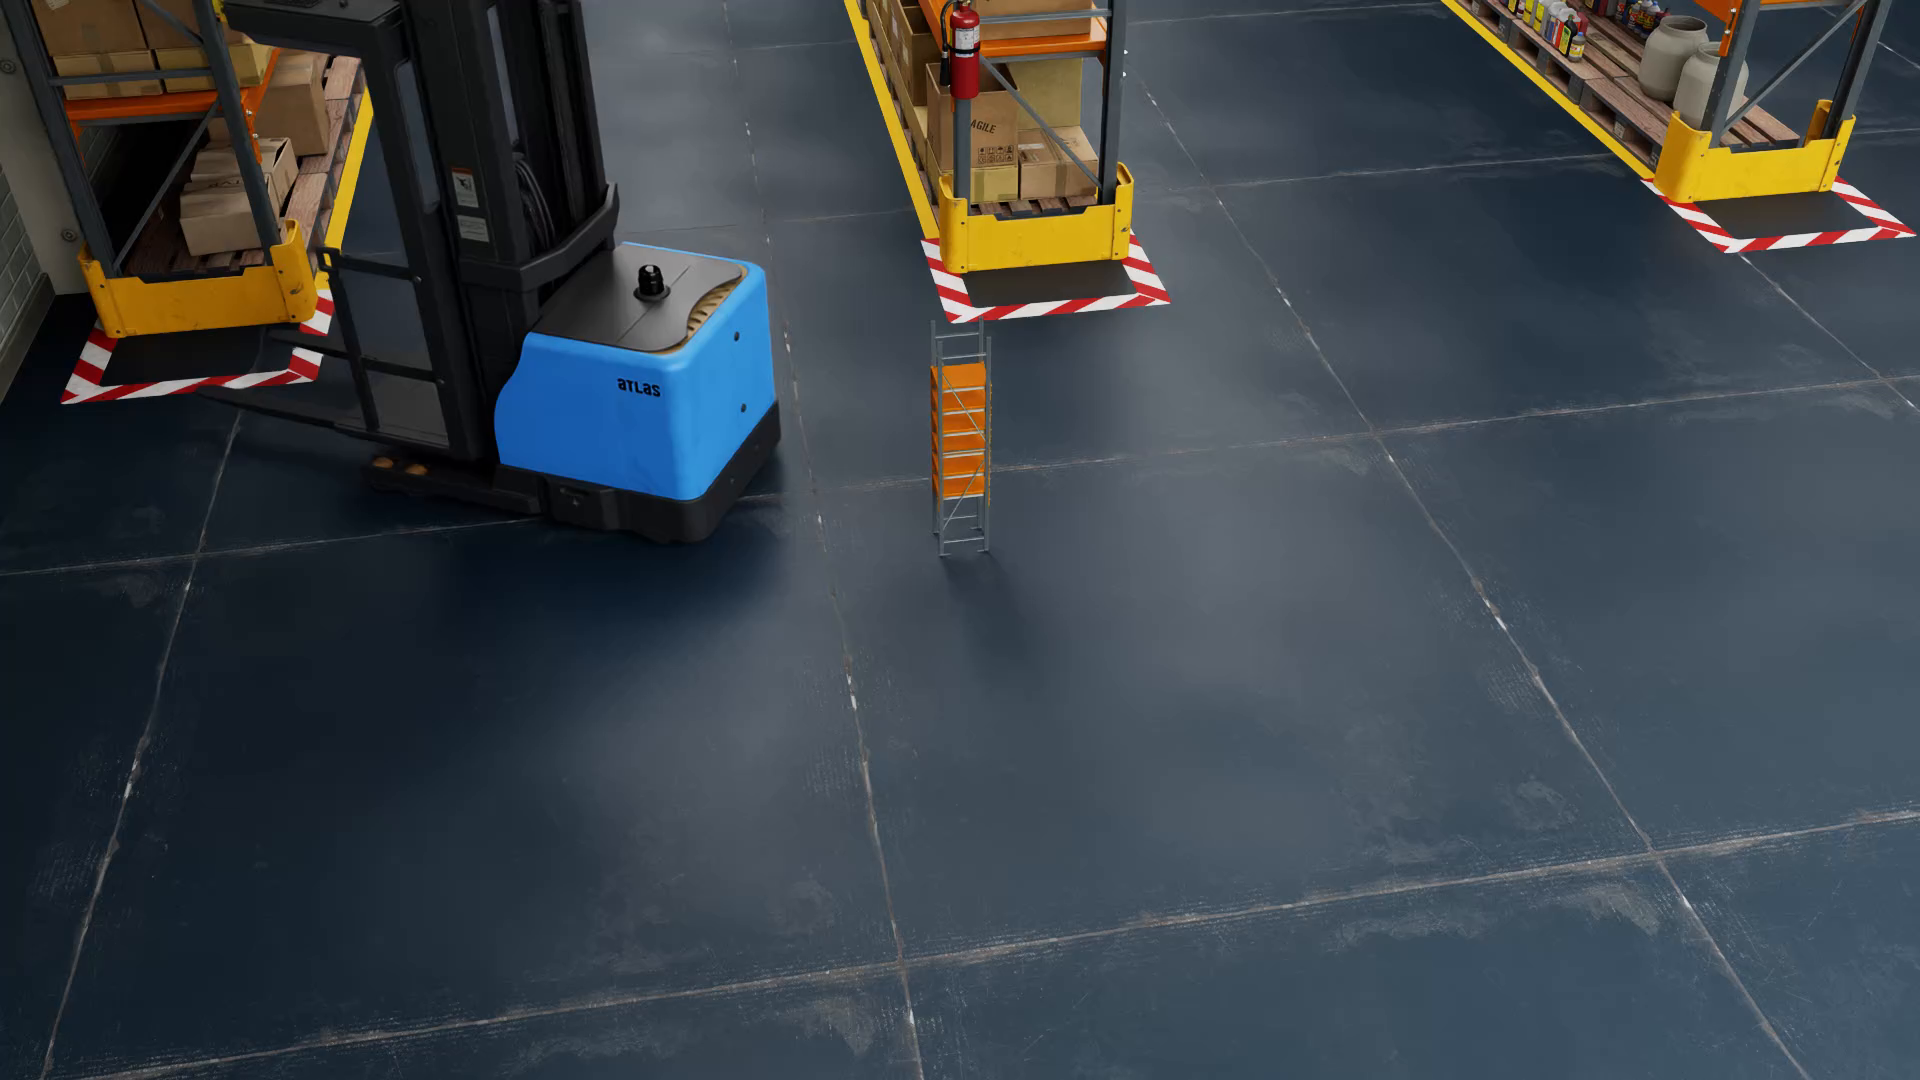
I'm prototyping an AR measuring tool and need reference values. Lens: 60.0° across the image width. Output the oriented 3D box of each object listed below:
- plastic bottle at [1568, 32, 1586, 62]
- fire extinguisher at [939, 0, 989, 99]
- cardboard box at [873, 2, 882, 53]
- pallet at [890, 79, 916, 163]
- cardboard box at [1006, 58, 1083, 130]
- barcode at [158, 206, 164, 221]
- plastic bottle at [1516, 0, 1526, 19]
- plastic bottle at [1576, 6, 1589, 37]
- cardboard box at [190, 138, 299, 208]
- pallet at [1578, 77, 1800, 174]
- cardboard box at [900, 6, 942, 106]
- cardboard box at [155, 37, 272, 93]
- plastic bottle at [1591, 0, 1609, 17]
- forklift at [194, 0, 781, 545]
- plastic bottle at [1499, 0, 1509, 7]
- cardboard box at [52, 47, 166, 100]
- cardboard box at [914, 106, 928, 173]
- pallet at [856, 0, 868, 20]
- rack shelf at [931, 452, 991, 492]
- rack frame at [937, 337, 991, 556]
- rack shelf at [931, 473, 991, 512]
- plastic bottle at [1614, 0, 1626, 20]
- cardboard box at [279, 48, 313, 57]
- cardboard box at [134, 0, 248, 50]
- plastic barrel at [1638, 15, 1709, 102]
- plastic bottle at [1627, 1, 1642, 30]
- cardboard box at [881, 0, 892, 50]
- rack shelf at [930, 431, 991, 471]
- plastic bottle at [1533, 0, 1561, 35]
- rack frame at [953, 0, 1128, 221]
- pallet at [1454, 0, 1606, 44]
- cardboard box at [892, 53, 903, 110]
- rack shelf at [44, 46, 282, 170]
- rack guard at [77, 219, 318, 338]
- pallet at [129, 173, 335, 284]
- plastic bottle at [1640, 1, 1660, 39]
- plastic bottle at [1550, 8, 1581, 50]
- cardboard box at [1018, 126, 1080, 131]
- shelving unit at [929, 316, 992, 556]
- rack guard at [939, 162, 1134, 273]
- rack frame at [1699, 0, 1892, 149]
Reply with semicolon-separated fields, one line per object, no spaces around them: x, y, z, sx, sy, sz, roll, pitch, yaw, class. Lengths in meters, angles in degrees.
4.586;-3.667;12.347;0.097;0.201;0.097;0;38;0;plastic bottle
0.025;-2.854;9.441;0.296;0.674;0.183;-6;38;-8;fire extinguisher
-0.374;-3.886;12.606;0.500;0.250;0.500;-6;38;-8;cardboard box
0.076;-3.097;11.964;1.003;0.211;1.213;-6;38;-8;pallet
0.497;-3.031;10.895;0.500;0.500;0.500;-6;38;-8;cardboard box
-4.844;-1.982;10.081;0.001;0.075;0.075;-6;38;-8;barcode
4.430;-4.201;13.035;0.097;0.201;0.097;0;38;0;plastic bottle
4.673;-3.866;12.537;0.061;0.283;0.133;-6;38;-8;plastic bottle
-4.547;-2.354;10.569;0.500;0.311;0.500;-3;38;-4;cardboard box
5.142;-2.967;11.797;1.003;0.211;1.213;-6;38;-8;pallet
-0.115;-3.276;11.210;0.500;0.500;0.500;-6;38;-8;cardboard box
-4.187;-2.748;9.348;0.500;0.250;0.500;-7;38;-9;cardboard box
5.045;-4.274;13.062;0.061;0.283;0.133;-6;38;-8;plastic bottle
-2.513;-1.668;7.908;3.031;2.935;1.130;11;39;14;forklift
4.404;-4.434;13.212;0.144;0.351;0.185;-8;39;-10;plastic bottle
-4.687;-2.681;9.262;0.500;0.250;0.500;-6;38;-7;cardboard box
-0.023;-2.678;11.052;0.500;0.250;0.500;-6;38;-8;cardboard box
-0.407;-4.761;14.106;1.003;0.211;1.213;-6;38;-8;pallet
0.003;-0.335;7.871;0.258;0.103;0.180;-6;38;-8;rack shelf
0.019;-0.410;7.699;0.240;1.200;0.006;-6;38;-8;rack frame
0.003;-0.240;7.945;0.258;0.103;0.180;-6;38;-8;rack shelf
5.197;-4.185;13.014;0.097;0.201;0.097;0;38;0;plastic bottle
-4.894;-3.451;11.825;0.500;0.500;0.500;-9;39;-11;cardboard box
-4.202;-3.036;9.108;0.500;0.500;0.500;-6;38;-8;cardboard box
5.061;-3.412;11.782;0.421;0.512;0.421;0;38;0;plastic barrel
5.233;-4.061;12.854;0.097;0.201;0.097;0;38;0;plastic bottle
-0.291;-3.880;11.987;0.500;0.500;0.500;-6;38;-8;cardboard box
0.003;-0.430;7.798;0.258;0.103;0.180;-6;38;-8;rack shelf
4.511;-4.065;12.737;0.144;0.351;0.185;-5;38;-6;plastic bottle
0.462;-3.006;9.574;1.000;3.000;0.127;-6;38;-8;rack frame
4.715;-4.441;13.694;1.003;0.211;1.213;-6;38;-8;pallet
-0.198;-3.282;11.829;0.500;0.250;0.500;-6;38;-8;cardboard box
-4.765;-3.394;10.661;1.077;0.370;4.000;-6;38;-8;rack shelf
-4.428;-1.529;9.711;1.175;0.500;0.348;-6;38;-8;rack guard
-4.535;-1.910;10.436;1.003;0.211;1.213;-6;38;-8;pallet
5.268;-3.968;12.678;0.097;0.271;0.097;0;38;0;plastic bottle
4.568;-3.852;12.524;0.152;0.276;0.135;-6;38;-8;plastic bottle
0.496;-2.735;11.124;0.500;0.250;0.500;-6;38;-8;cardboard box
0.003;-0.465;7.771;0.258;1.200;0.189;-6;38;-8;shelving unit
0.466;-2.004;10.322;1.175;0.500;0.348;-6;38;-8;rack guard
5.339;-3.536;10.257;1.000;3.000;0.127;-6;38;-8;rack frame
